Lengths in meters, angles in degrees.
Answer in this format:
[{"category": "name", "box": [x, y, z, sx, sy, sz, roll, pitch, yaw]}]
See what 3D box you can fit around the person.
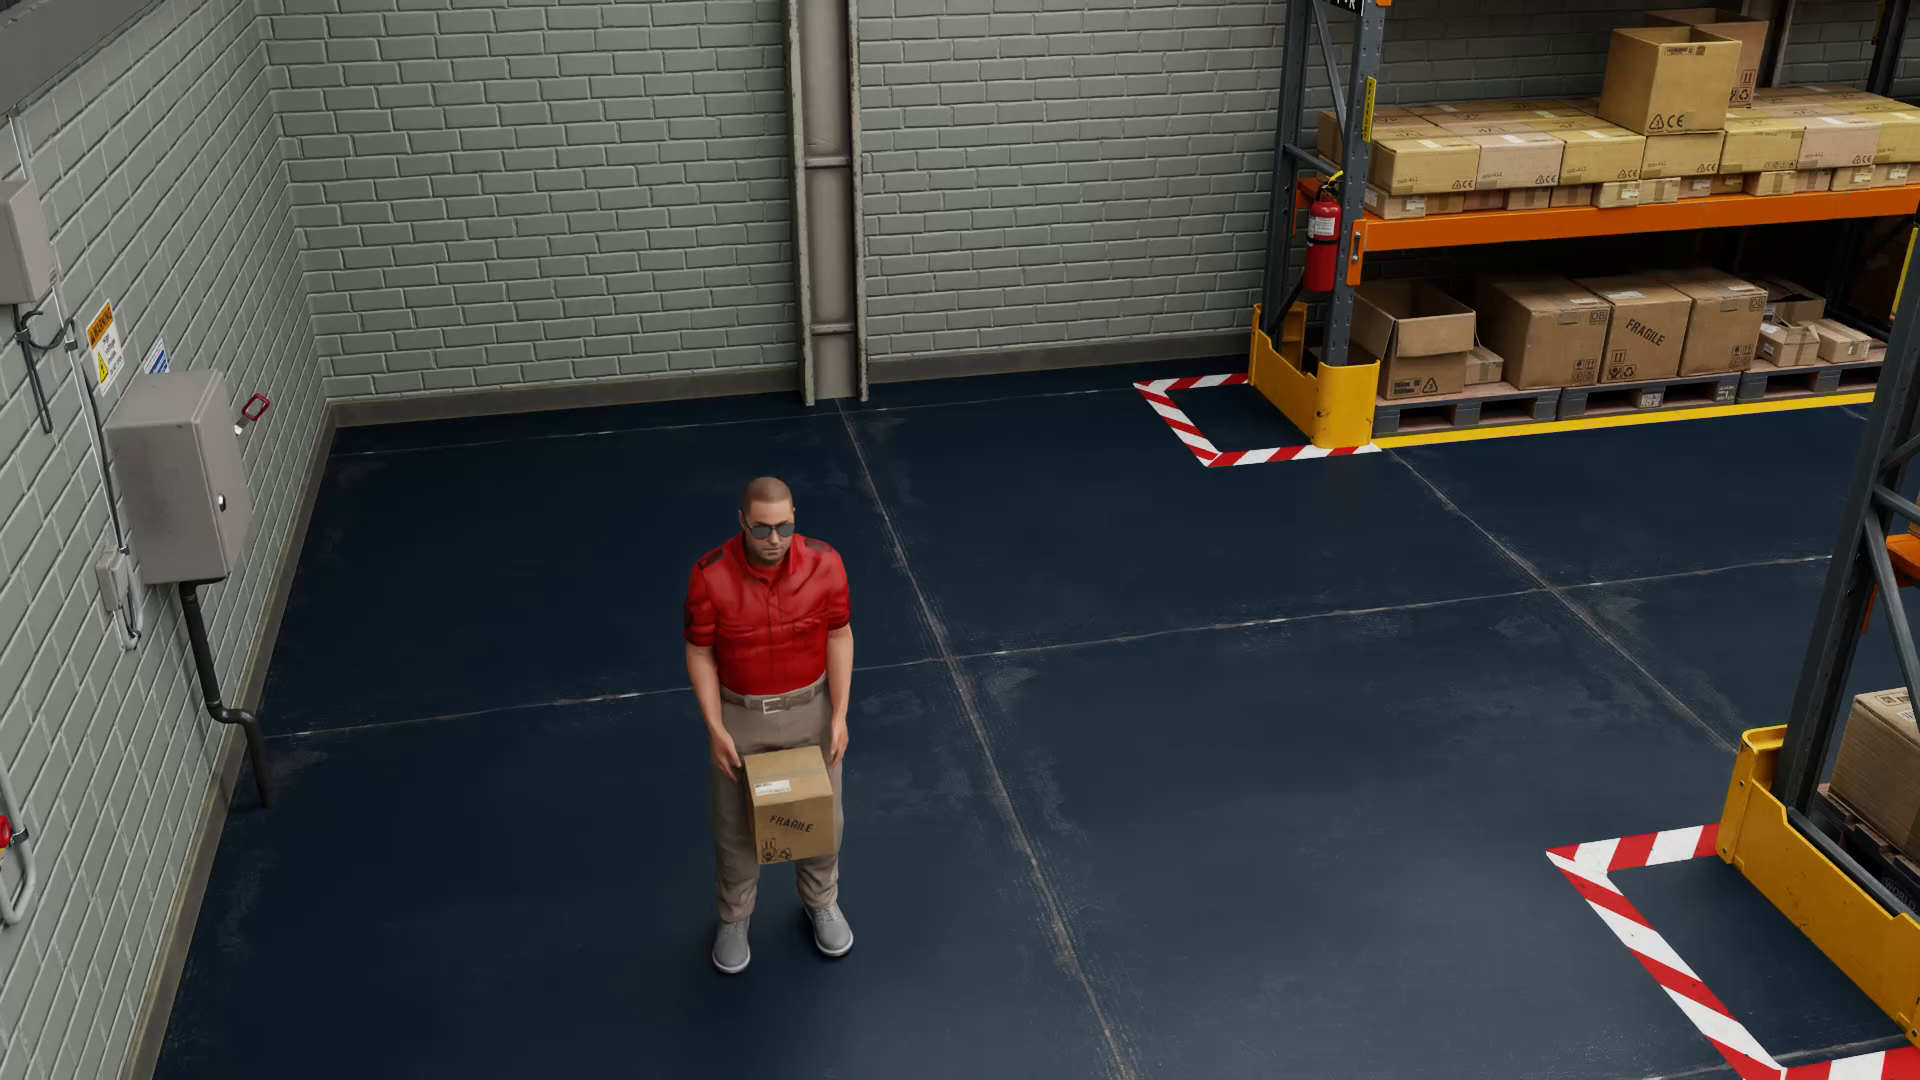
[{"category": "person", "box": [-0.603, 0.594, 5.436, 0.547, 1.733, 0.405, -6, 27, -13]}]
